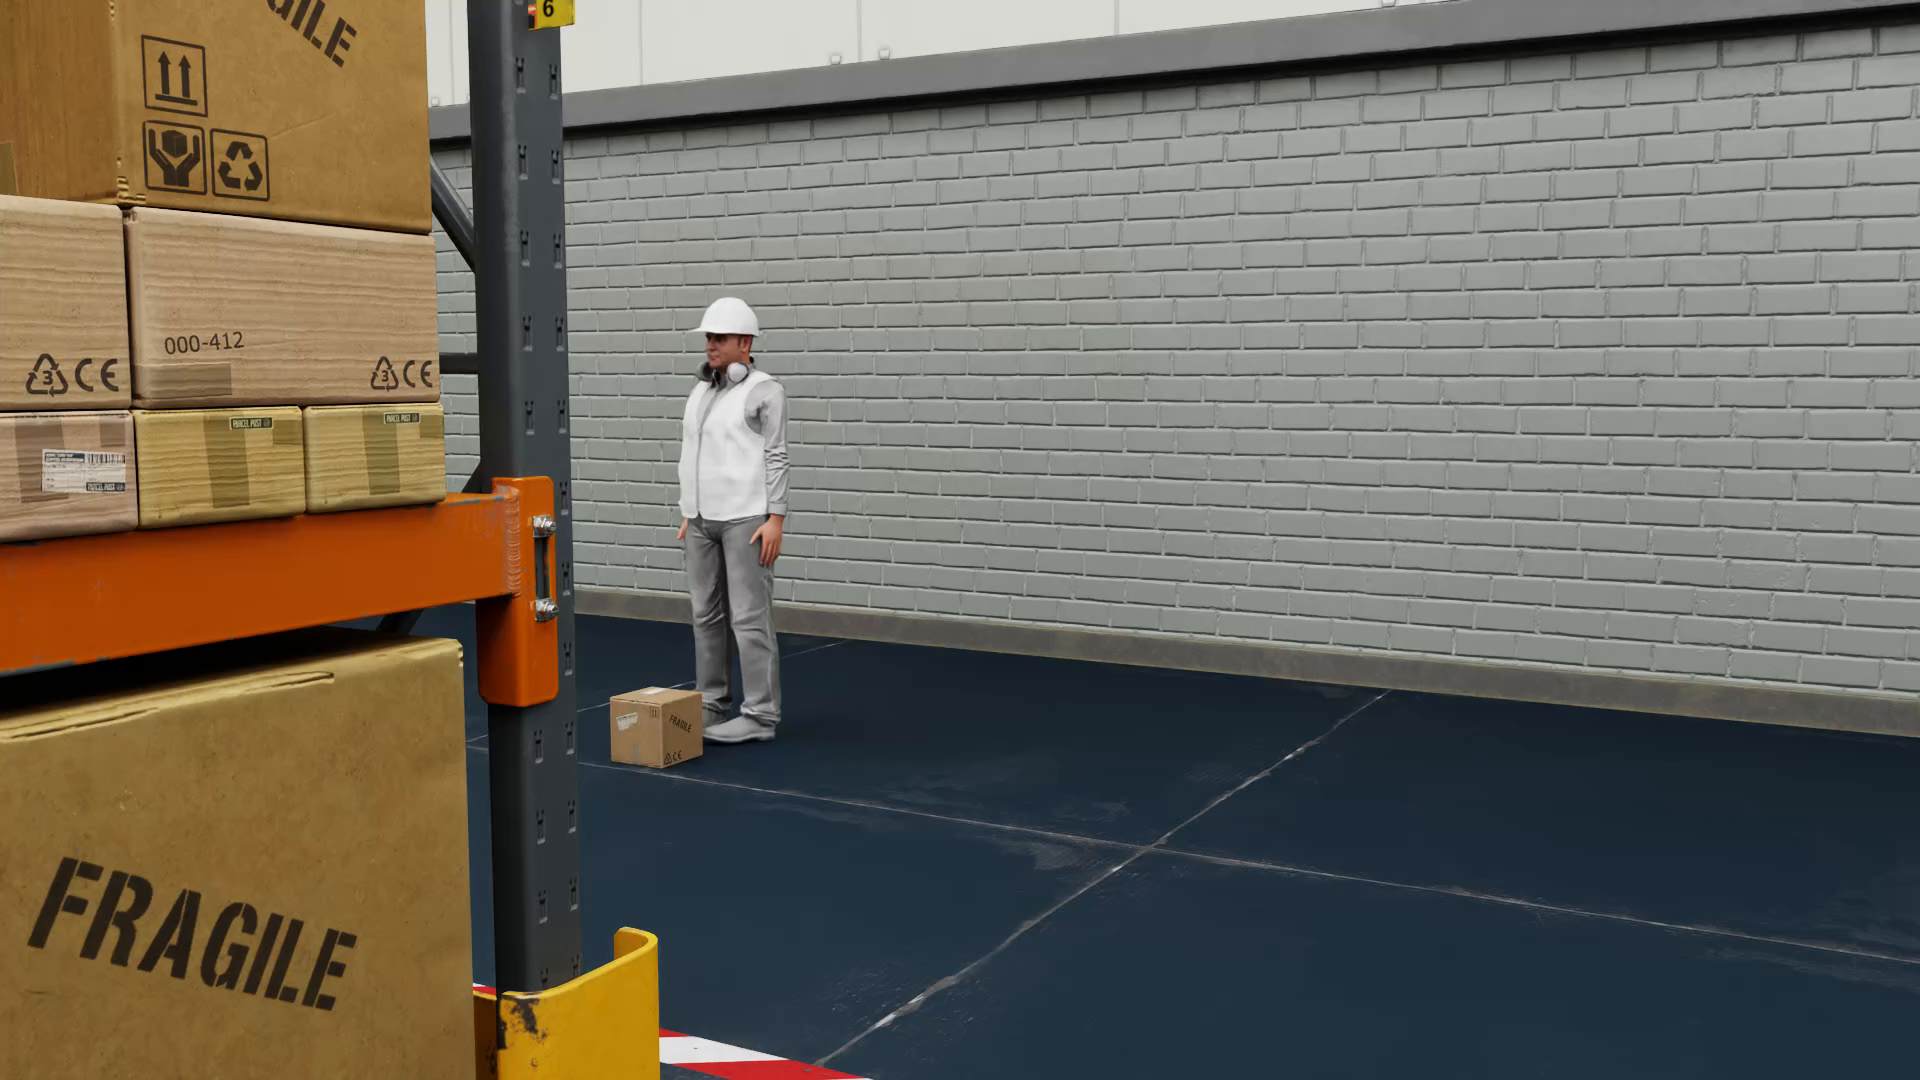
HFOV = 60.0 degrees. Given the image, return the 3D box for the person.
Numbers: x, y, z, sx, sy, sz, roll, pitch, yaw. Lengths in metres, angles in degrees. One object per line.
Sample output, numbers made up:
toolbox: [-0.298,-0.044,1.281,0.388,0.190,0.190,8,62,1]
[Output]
person: [-0.952,-0.081,6.753,0.559,1.789,0.403,5,8,39]
